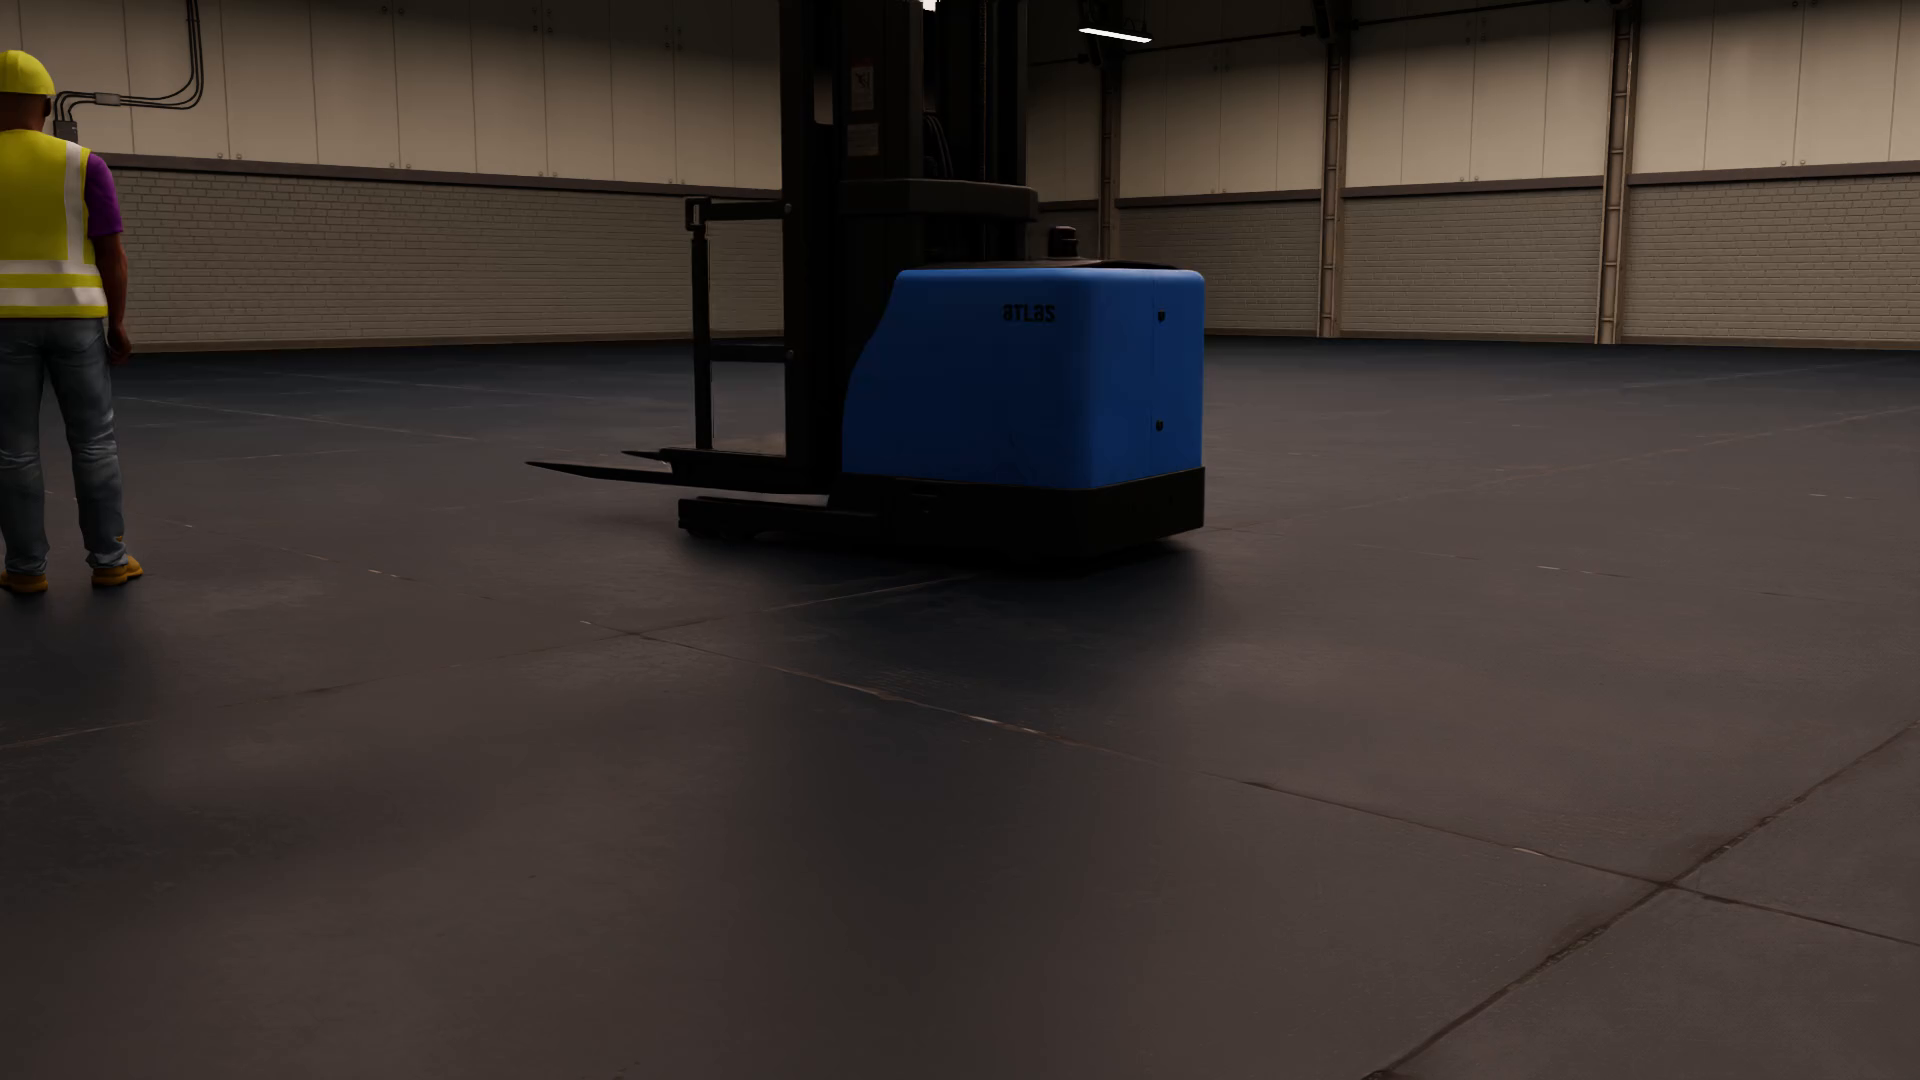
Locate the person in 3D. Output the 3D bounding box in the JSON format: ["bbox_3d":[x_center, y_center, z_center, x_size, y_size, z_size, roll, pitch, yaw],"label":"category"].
[{"bbox_3d":[-3.077,-0.718,5.554,0.552,1.771,0.382,-5,10,-28],"label":"person"}]

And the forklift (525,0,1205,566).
[{"bbox_3d":[-0.543,-1.500,6.837,3.031,2.935,1.130,6,10,33],"label":"forklift"}]
